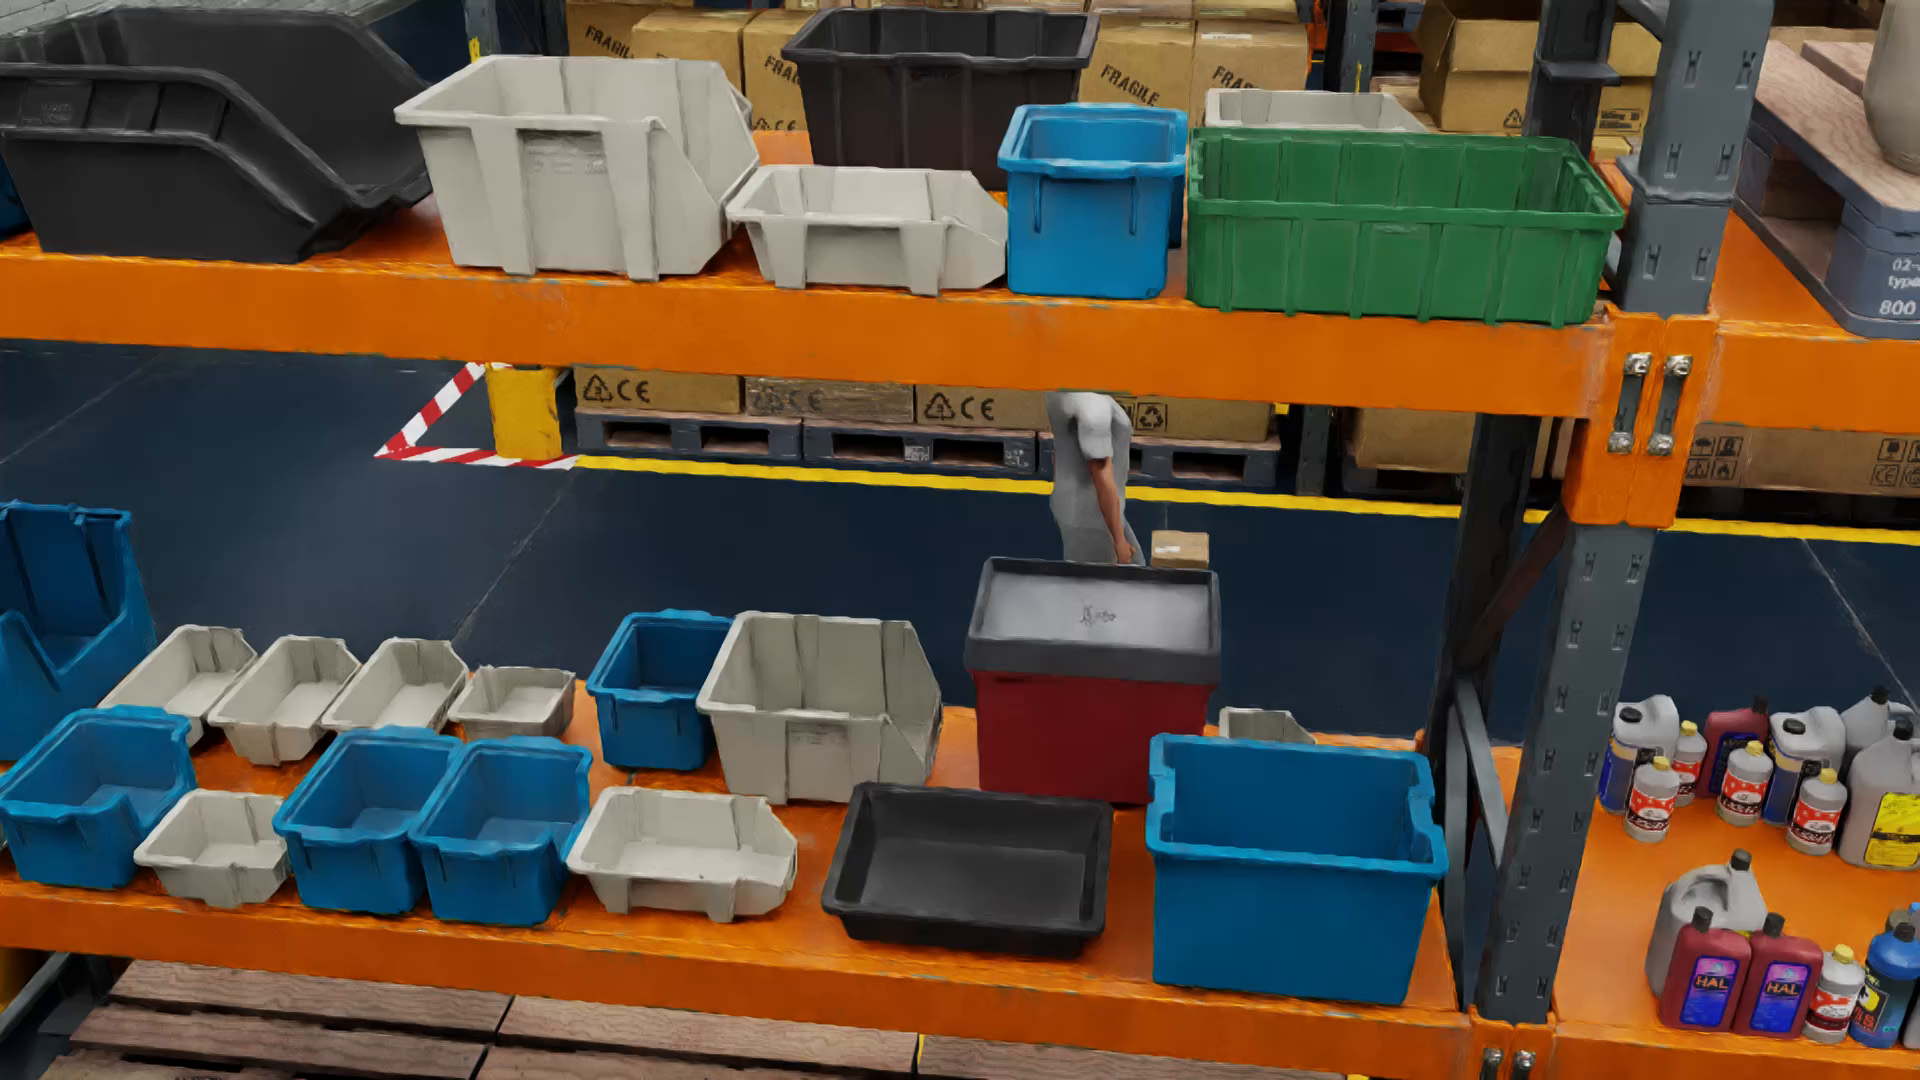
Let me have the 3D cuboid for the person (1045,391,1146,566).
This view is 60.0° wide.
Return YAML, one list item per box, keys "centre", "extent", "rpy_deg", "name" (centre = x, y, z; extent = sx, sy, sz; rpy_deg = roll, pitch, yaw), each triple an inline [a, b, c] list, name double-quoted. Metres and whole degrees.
- centre: [0.516, -0.071, 6.223]
  extent: [0.472, 1.652, 0.533]
  rpy_deg: [-6, 29, -10]
  name: "person"
